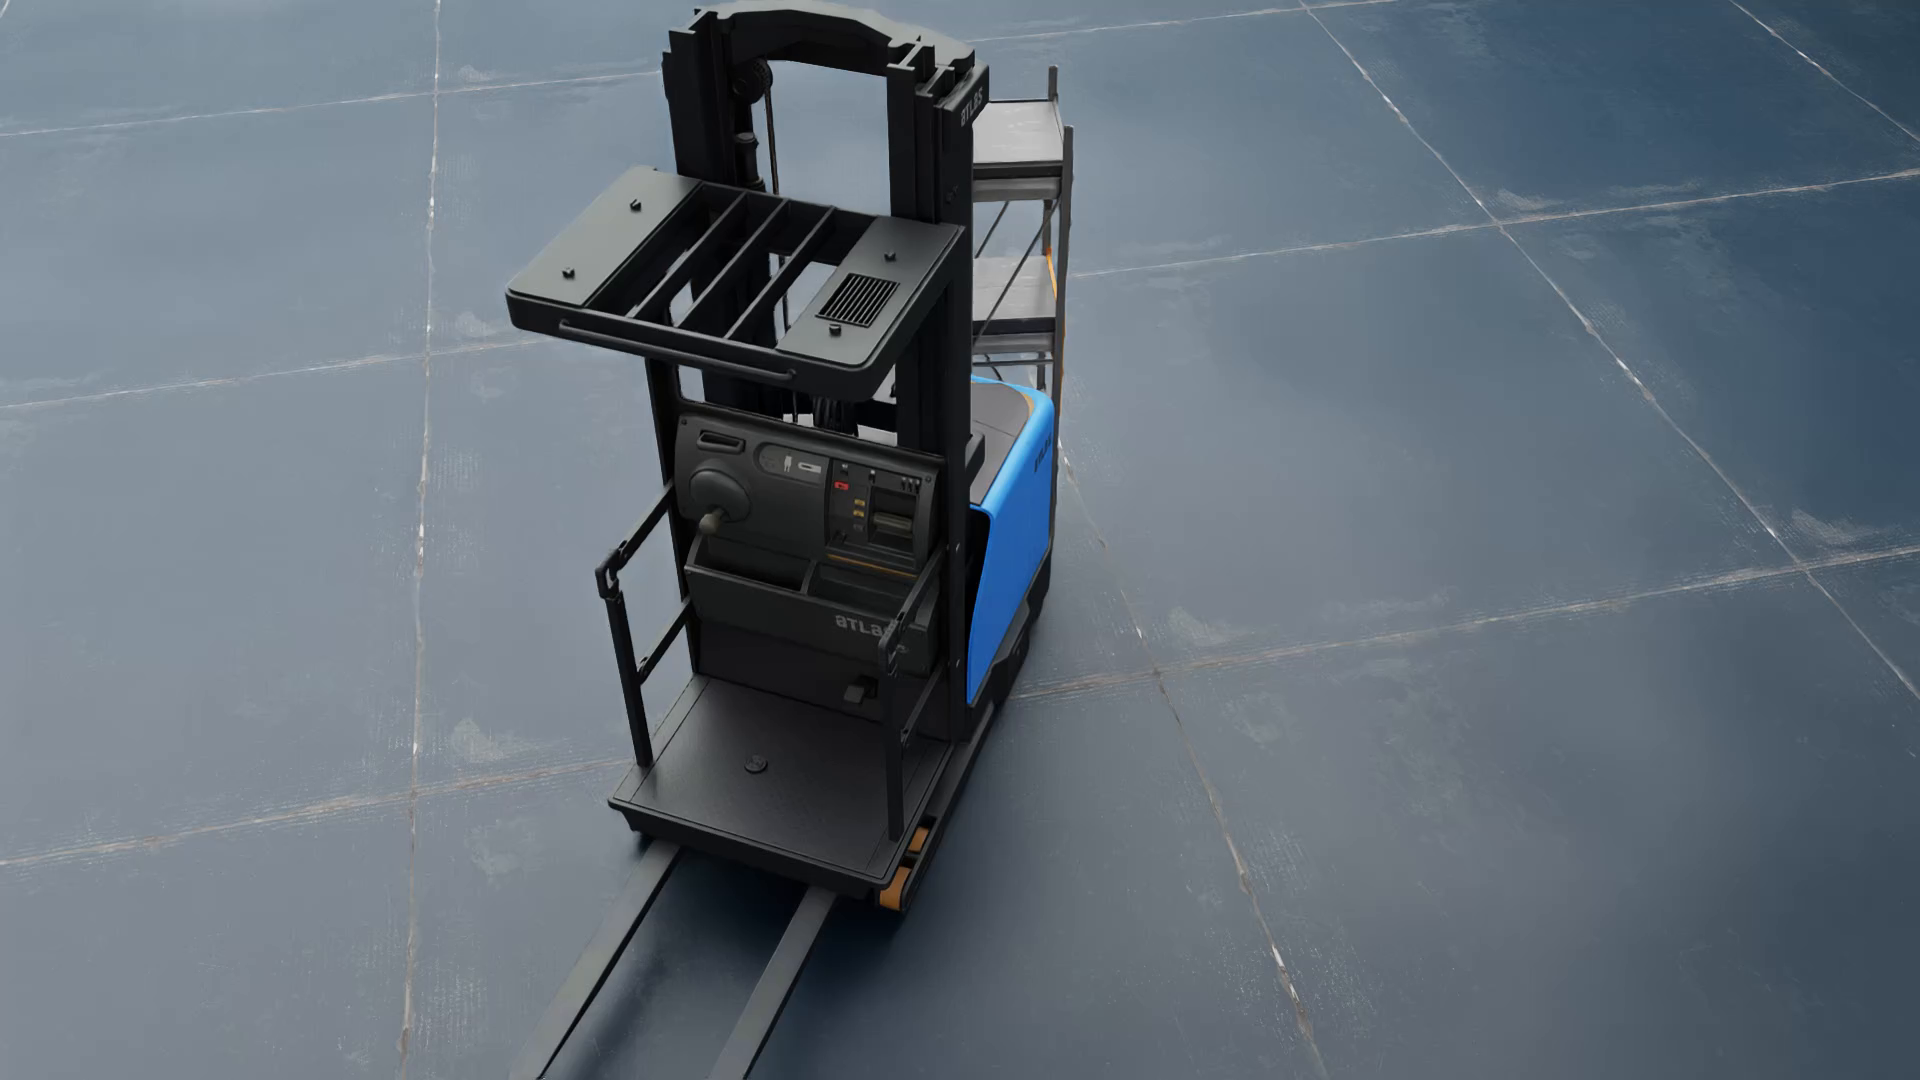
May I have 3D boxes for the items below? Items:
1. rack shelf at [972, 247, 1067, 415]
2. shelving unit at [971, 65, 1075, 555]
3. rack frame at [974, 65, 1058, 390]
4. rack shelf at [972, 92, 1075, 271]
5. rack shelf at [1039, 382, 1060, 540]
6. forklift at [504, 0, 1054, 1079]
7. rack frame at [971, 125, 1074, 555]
[{"bbox_3d":[0.197,-0.866,6.947,0.431,0.518,0.480,-3,42,-3],"label":"rack shelf"},{"bbox_3d":[0.197,-0.877,6.938,0.431,2.100,0.503,-3,42,-3],"label":"shelving unit"},{"bbox_3d":[0.179,-1.038,7.120,0.400,2.100,0.015,-3,42,-3],"label":"rack frame"},{"bbox_3d":[0.197,-1.390,6.482,0.431,0.518,0.480,-3,42,-3],"label":"rack shelf"},{"bbox_3d":[0.197,-0.343,7.411,0.431,0.518,0.480,-3,42,-3],"label":"rack shelf"},{"bbox_3d":[-0.596,-0.071,5.404,1.130,2.935,3.031,14,43,15],"label":"forklift"},{"bbox_3d":[0.214,-0.715,6.755,0.400,2.100,0.015,-3,42,-3],"label":"rack frame"}]
